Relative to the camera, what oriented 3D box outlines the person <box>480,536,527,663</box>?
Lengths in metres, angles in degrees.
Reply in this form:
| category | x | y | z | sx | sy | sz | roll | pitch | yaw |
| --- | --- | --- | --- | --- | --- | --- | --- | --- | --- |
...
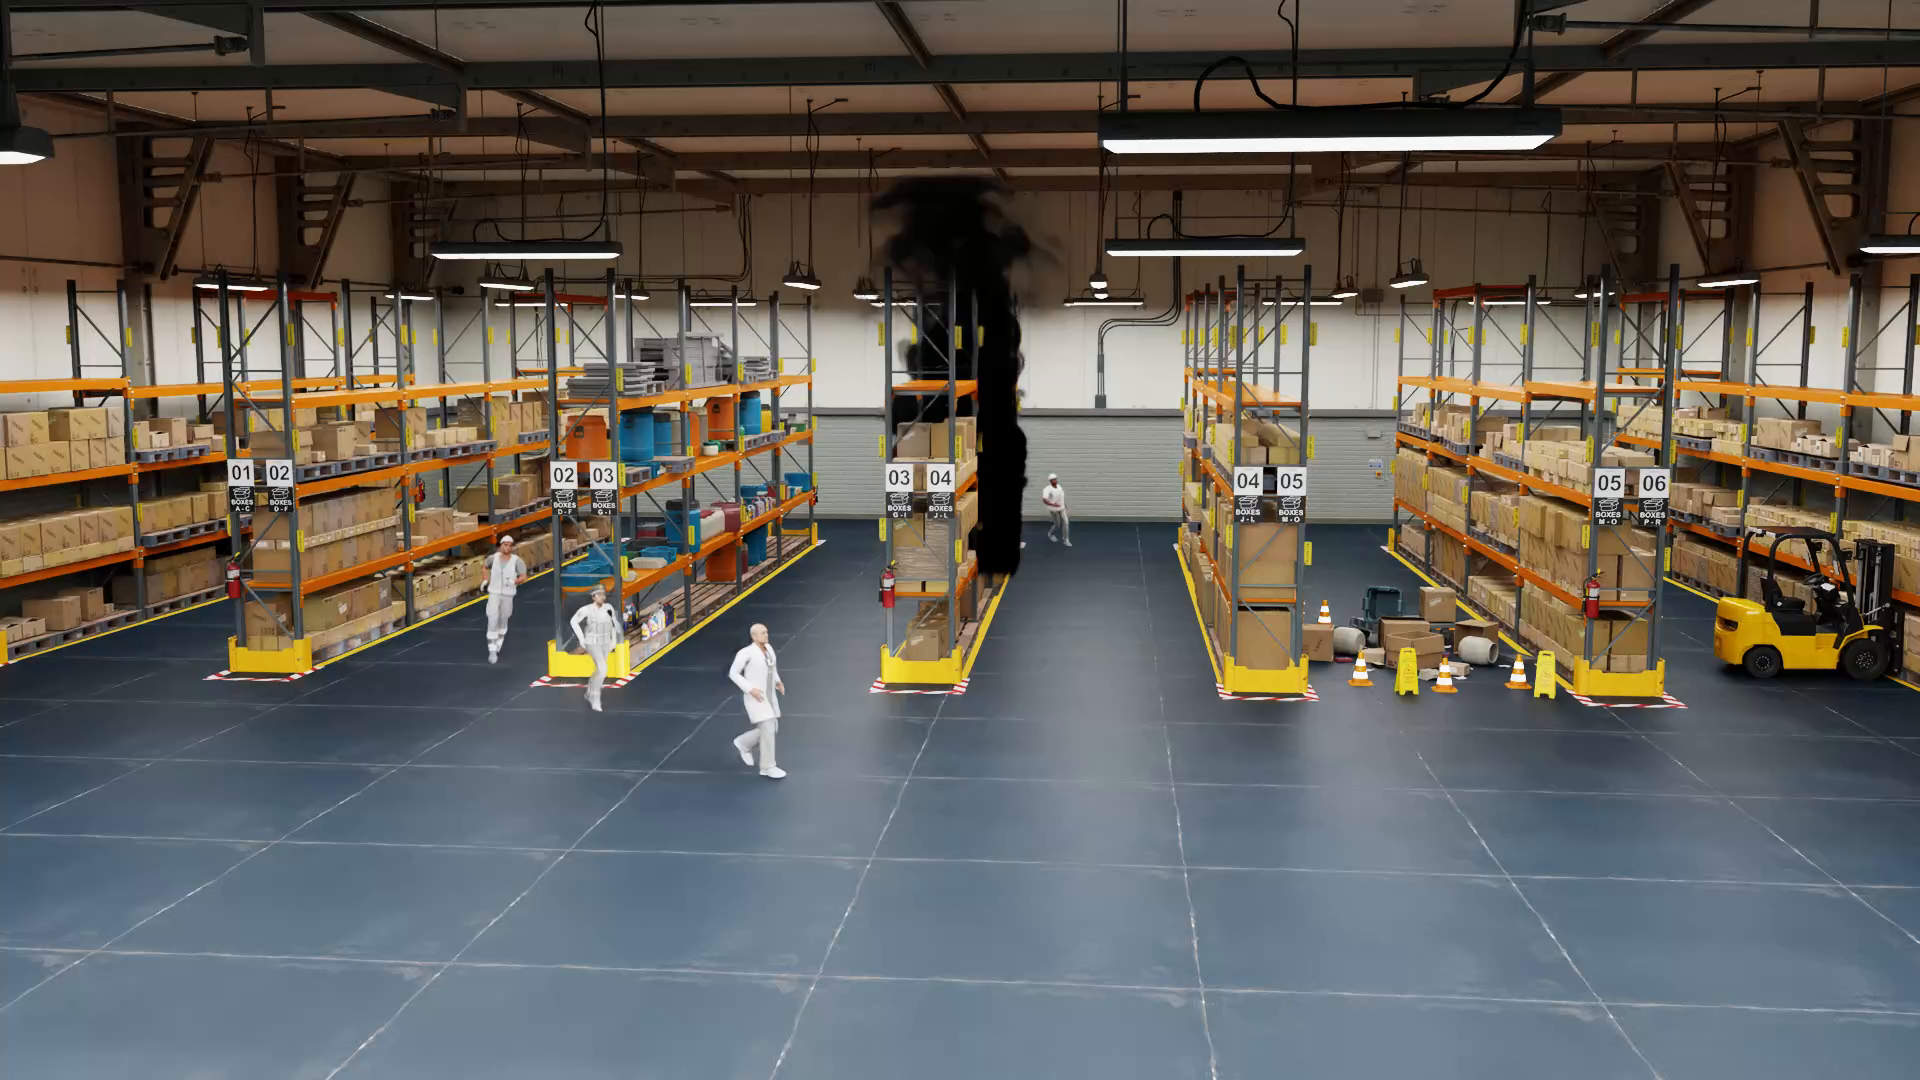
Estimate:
| category | x | y | z | sx | sy | sz | roll | pitch | yaw |
| --- | --- | --- | --- | --- | --- | --- | --- | --- | --- |
| person | -6.756 | 0.845 | 24.647 | 0.668 | 1.830 | 0.778 | -2 | 7 | -17 |

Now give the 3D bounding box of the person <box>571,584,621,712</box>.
| category | x | y | z | sx | sy | sz | roll | pitch | yaw |
| --- | --- | --- | --- | --- | --- | --- | --- | --- | --- |
| person | -4.874 | 1.445 | 22.502 | 0.706 | 1.730 | 0.607 | 6 | 9 | 42 |

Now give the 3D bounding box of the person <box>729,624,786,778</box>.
| category | x | y | z | sx | sy | sz | roll | pitch | yaw |
| --- | --- | --- | --- | --- | --- | --- | --- | --- | --- |
| person | -2.328 | 1.823 | 19.052 | 0.807 | 1.751 | 0.725 | 4 | 8 | 31 |

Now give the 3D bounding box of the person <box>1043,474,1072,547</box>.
| category | x | y | z | sx | sy | sz | roll | pitch | yaw |
| --- | --- | --- | --- | --- | --- | --- | --- | --- | --- |
| person | 2.328 | -0.720 | 40.032 | 0.740 | 1.753 | 0.847 | -5 | 9 | -36 |
